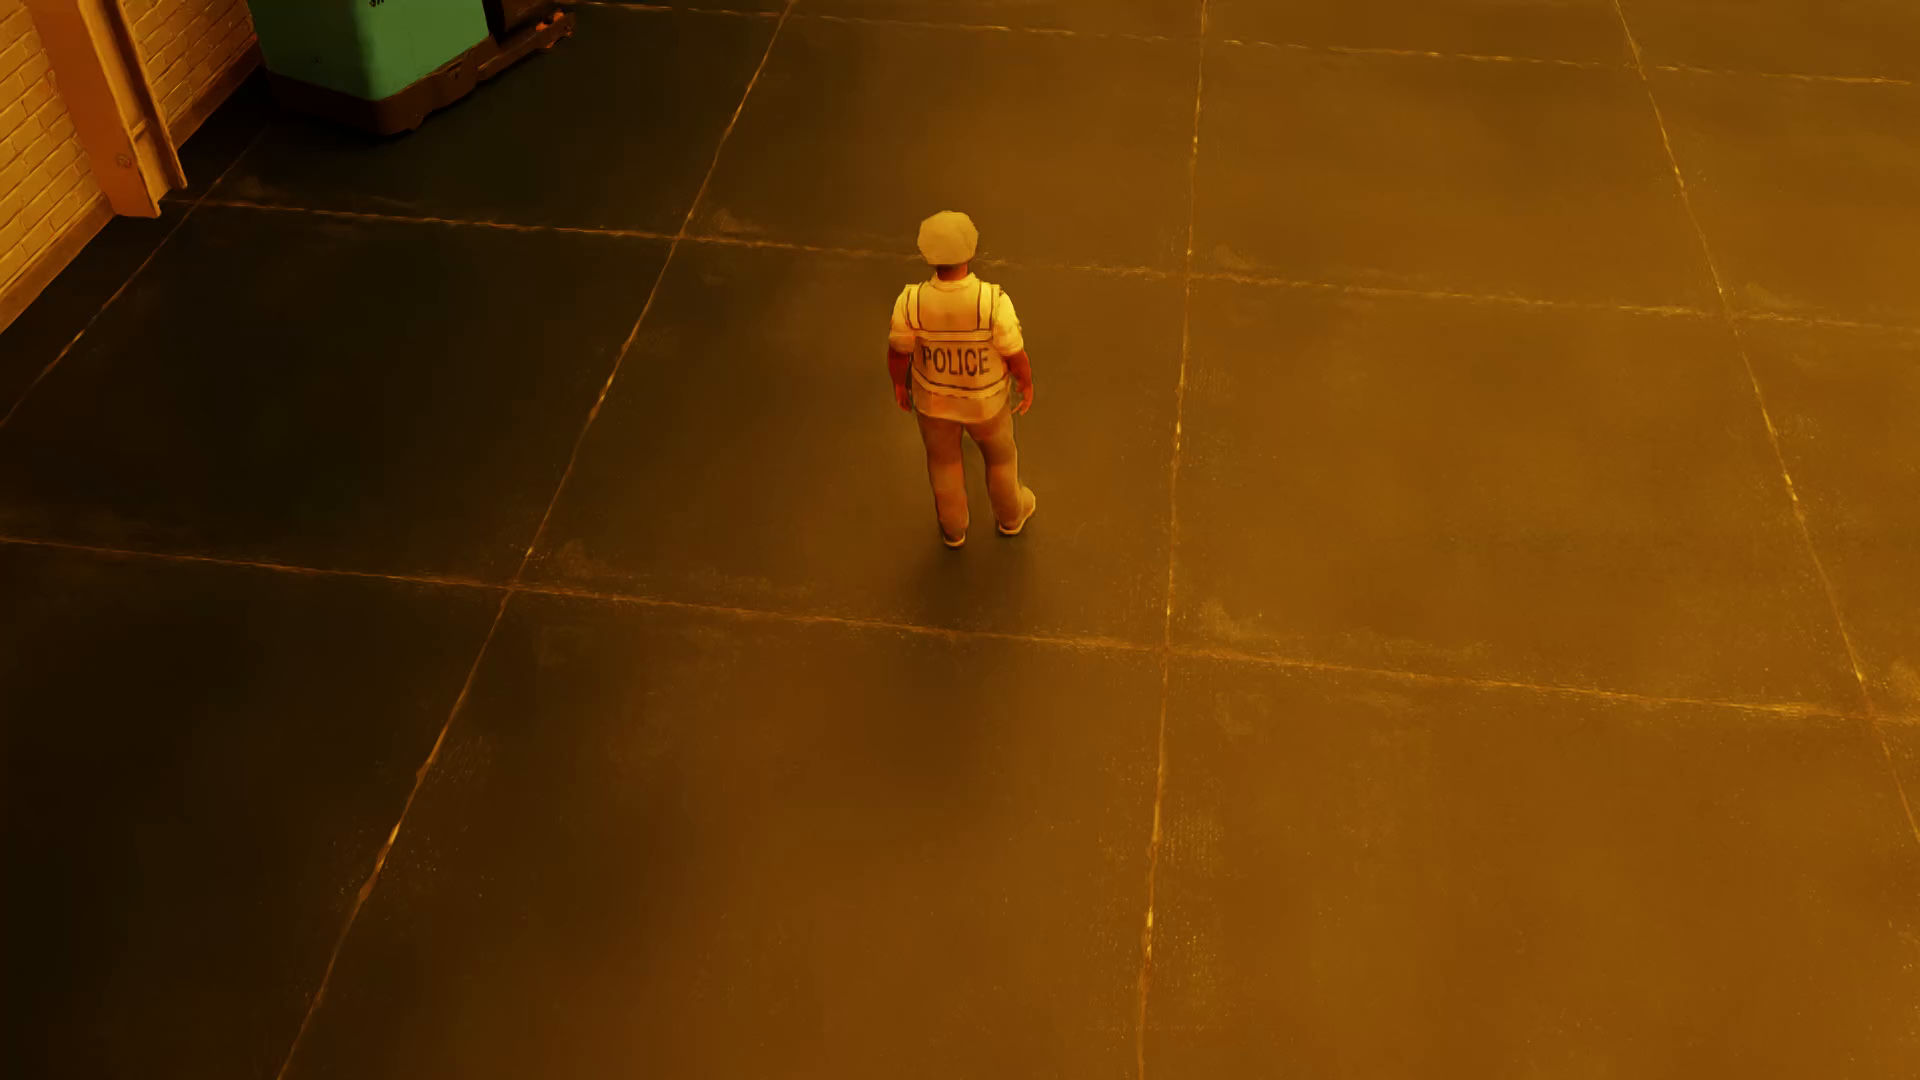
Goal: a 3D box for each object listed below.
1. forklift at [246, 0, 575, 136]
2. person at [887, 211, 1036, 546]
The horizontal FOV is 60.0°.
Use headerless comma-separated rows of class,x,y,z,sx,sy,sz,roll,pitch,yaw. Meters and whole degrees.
forklift,-3.382,-4.647,10.783,1.130,2.935,3.031,19,46,20
person,0.022,-0.713,7.339,0.640,1.778,0.574,5,43,6
